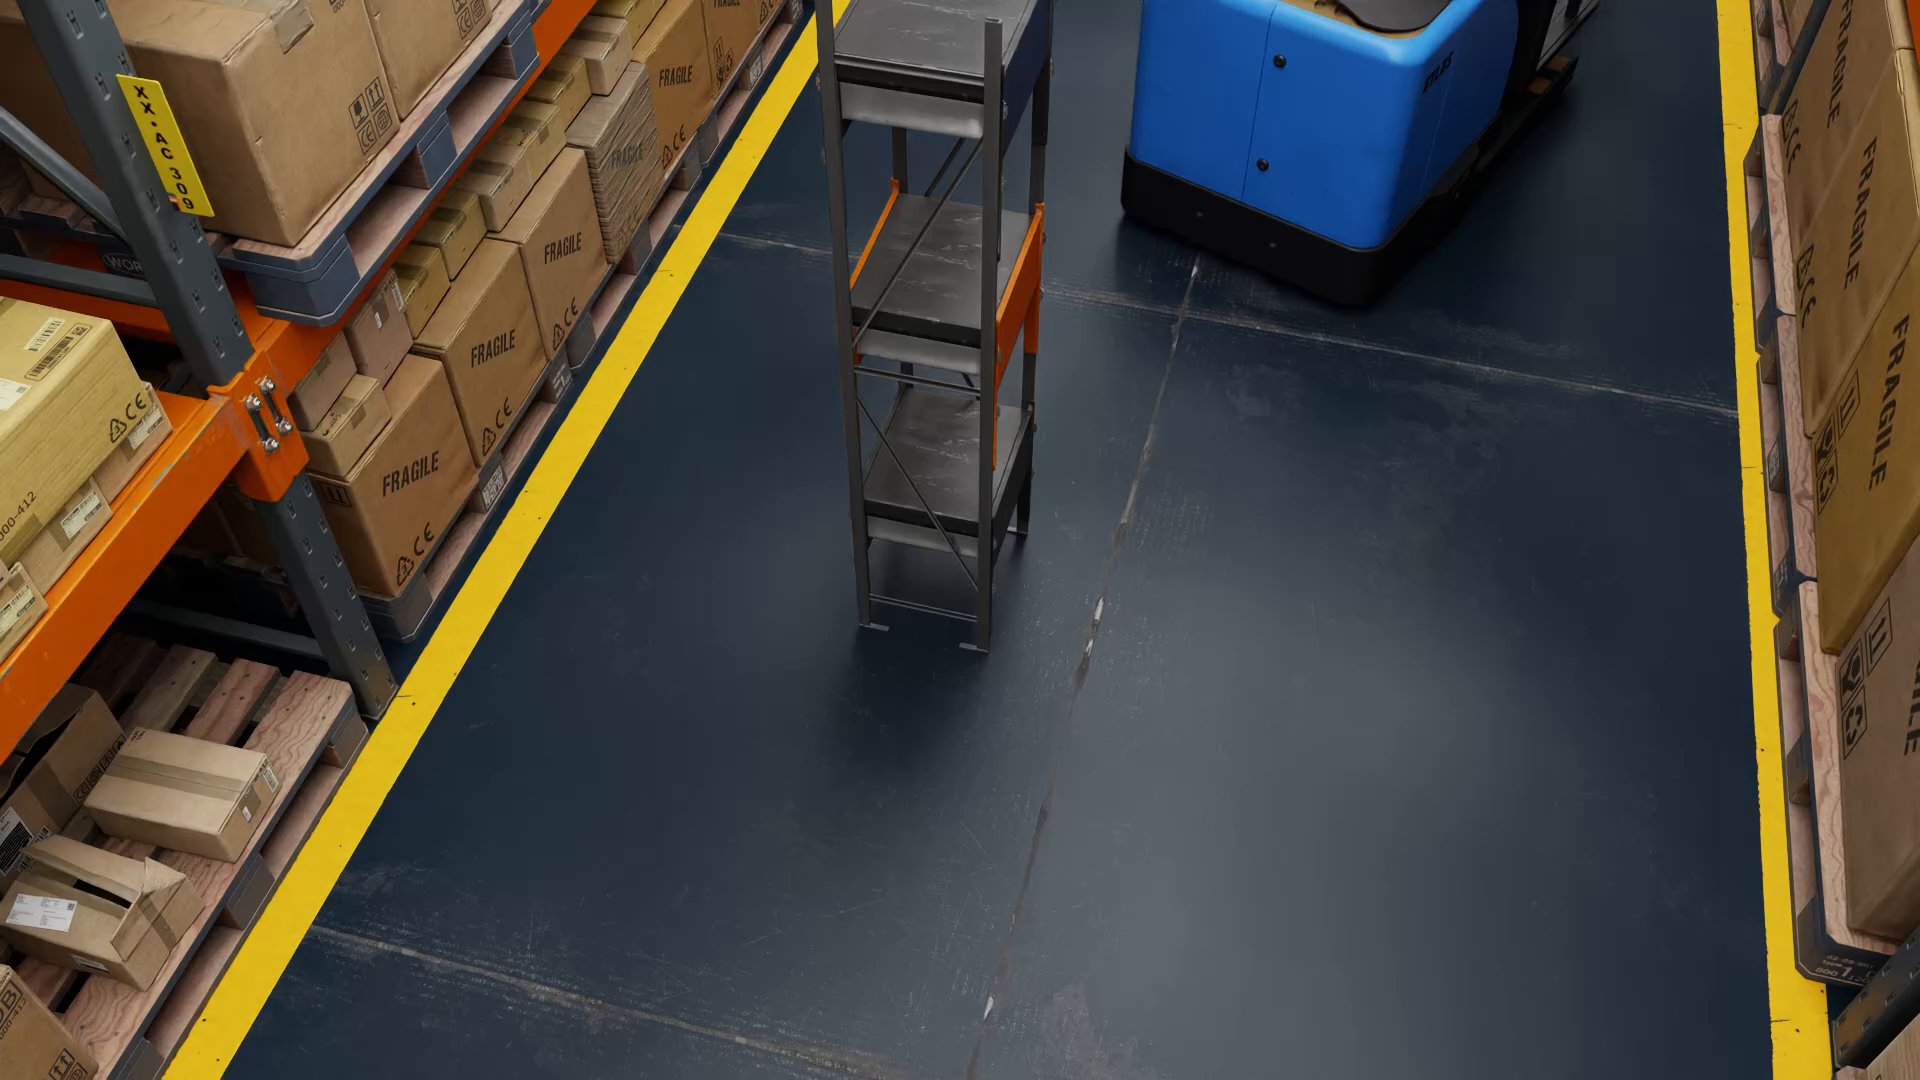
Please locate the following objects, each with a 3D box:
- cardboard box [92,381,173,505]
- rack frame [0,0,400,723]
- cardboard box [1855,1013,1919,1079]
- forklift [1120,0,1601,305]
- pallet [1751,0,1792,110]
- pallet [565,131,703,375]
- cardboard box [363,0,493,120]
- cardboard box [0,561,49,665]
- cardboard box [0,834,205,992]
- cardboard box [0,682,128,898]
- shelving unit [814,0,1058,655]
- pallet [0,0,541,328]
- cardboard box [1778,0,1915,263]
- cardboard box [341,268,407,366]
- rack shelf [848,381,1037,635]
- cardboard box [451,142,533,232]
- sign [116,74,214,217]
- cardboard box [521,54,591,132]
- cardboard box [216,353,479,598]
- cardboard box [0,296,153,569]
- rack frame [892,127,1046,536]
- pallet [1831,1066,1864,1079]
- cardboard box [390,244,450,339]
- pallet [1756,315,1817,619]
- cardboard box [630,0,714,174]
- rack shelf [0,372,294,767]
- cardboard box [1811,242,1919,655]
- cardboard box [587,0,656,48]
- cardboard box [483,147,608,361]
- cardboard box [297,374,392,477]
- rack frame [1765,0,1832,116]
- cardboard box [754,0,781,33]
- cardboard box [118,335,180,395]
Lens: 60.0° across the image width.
[{"bbox_3d":[-1.978,-0.247,3.635,0.380,0.149,0.250,12,50,11],"label":"cardboard box"},{"bbox_3d":[-2.138,-0.611,3.788,1.000,3.000,0.127,12,50,10],"label":"rack frame"},{"bbox_3d":[2.383,1.508,3.347,0.875,0.438,0.875,11,49,9],"label":"cardboard box"},{"bbox_3d":[1.874,-2.873,5.831,1.130,2.935,3.031,28,54,23],"label":"forklift"},{"bbox_3d":[3.912,-2.169,7.024,1.003,0.211,1.213,12,50,10],"label":"pallet"},{"bbox_3d":[-1.641,-1.169,6.141,1.003,0.211,1.213,12,50,10],"label":"pallet"},{"bbox_3d":[-1.658,-1.463,4.194,0.700,0.500,0.500,12,50,10],"label":"cardboard box"},{"bbox_3d":[-2.071,0.138,3.295,0.380,0.149,0.250,13,50,11],"label":"cardboard box"},{"bbox_3d":[-2.095,0.874,4.021,0.396,0.266,0.258,13,50,11],"label":"cardboard box"},{"bbox_3d":[-2.539,0.571,4.258,0.500,0.311,0.500,13,50,11],"label":"cardboard box"},{"bbox_3d":[-0.044,-0.575,4.357,0.431,2.100,0.503,12,50,10],"label":"shelving unit"},{"bbox_3d":[-1.822,-1.103,4.351,1.003,0.211,1.213,12,50,10],"label":"pallet"},{"bbox_3d":[3.443,-1.480,5.692,0.875,0.875,0.875,11,50,10],"label":"cardboard box"},{"bbox_3d":[-1.764,-0.640,4.570,0.380,0.149,0.250,9,49,8],"label":"cardboard box"},{"bbox_3d":[-0.044,-0.103,4.892,0.431,0.518,0.480,12,50,10],"label":"rack shelf"},{"bbox_3d":[-1.571,-1.122,5.194,0.380,0.149,0.250,11,50,10],"label":"cardboard box"},{"bbox_3d":[-1.612,-0.795,3.374,0.100,0.325,0.005,12,50,10],"label":"sign"},{"bbox_3d":[-1.460,-1.502,5.529,0.380,0.149,0.250,12,50,10],"label":"cardboard box"},{"bbox_3d":[-1.793,-0.228,4.838,0.500,0.500,0.500,14,50,12],"label":"cardboard box"},{"bbox_3d":[-2.036,-0.243,3.365,0.500,0.250,0.500,13,50,11],"label":"cardboard box"},{"bbox_3d":[0.021,-0.752,4.513,0.400,2.100,0.015,12,50,10],"label":"rack frame"},{"bbox_3d":[2.376,1.824,3.500,1.003,0.211,1.213,12,50,10],"label":"pallet"},{"bbox_3d":[-1.732,-0.747,4.864,0.380,0.149,0.250,9,49,8],"label":"cardboard box"},{"bbox_3d":[3.102,-0.169,5.259,1.003,0.211,1.213,12,50,10],"label":"pallet"},{"bbox_3d":[-1.266,-1.728,6.162,0.500,0.500,0.500,14,50,12],"label":"cardboard box"},{"bbox_3d":[-2.664,1.074,2.781,1.077,0.370,4.000,12,50,10],"label":"rack shelf"},{"bbox_3d":[2.968,-0.189,4.553,0.875,0.875,0.875,13,50,11],"label":"cardboard box"},{"bbox_3d":[-1.303,-1.875,5.859,0.380,0.149,0.250,11,49,9],"label":"cardboard box"},{"bbox_3d":[-1.527,-0.975,5.497,0.500,0.500,0.500,10,49,9],"label":"cardboard box"},{"bbox_3d":[-1.786,-0.344,4.507,0.380,0.149,0.250,14,50,12],"label":"cardboard box"},{"bbox_3d":[3.705,-2.527,5.480,1.000,3.000,0.127,12,50,10],"label":"rack frame"},{"bbox_3d":[-0.989,-2.467,6.814,0.500,0.500,0.500,13,50,11],"label":"cardboard box"},{"bbox_3d":[-2.319,-0.460,4.610,0.380,0.149,0.250,10,49,9],"label":"cardboard box"}]
